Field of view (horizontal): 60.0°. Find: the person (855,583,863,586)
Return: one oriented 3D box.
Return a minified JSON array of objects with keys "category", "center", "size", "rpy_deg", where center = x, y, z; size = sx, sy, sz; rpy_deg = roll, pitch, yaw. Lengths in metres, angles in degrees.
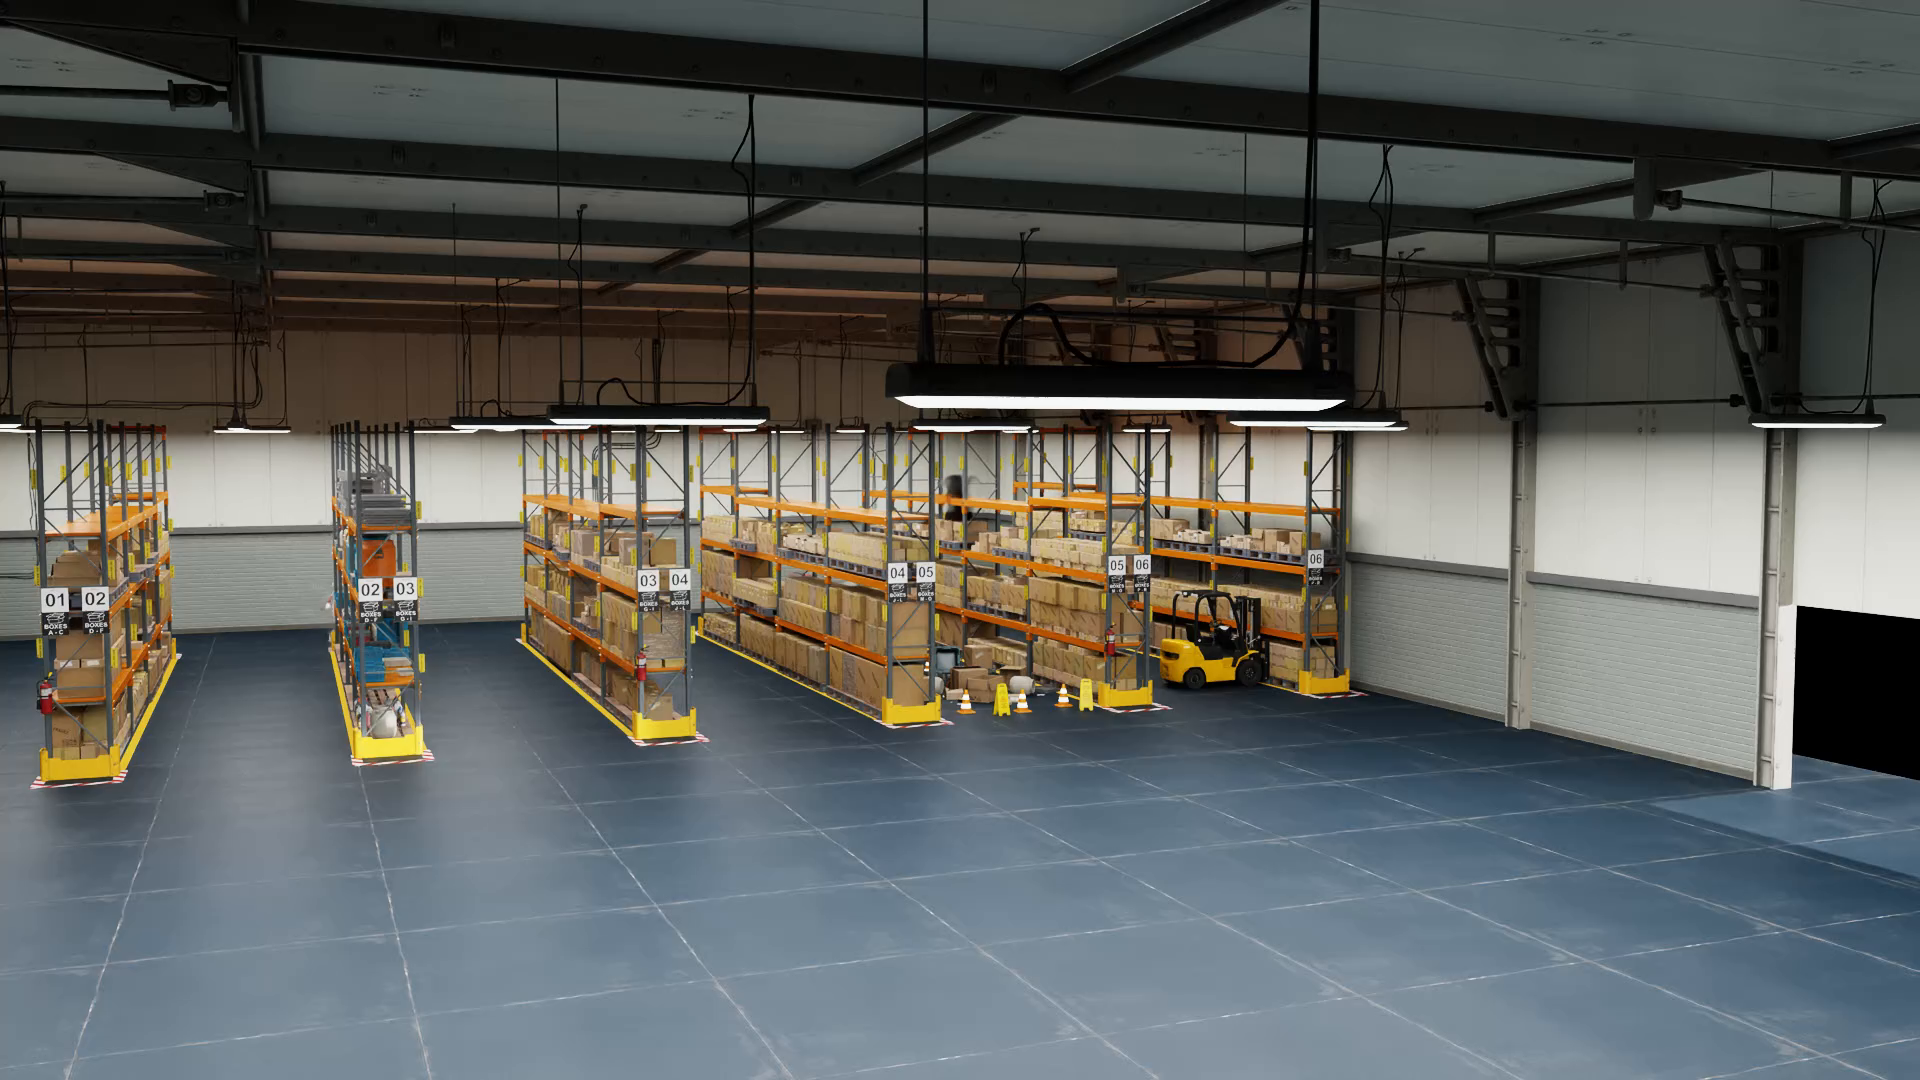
[{"category":"person","center":[-2.671,1.994,45.991],"size":[0.687,1.683,0.618],"rpy_deg":[-2,4,-26]}]

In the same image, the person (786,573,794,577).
[{"category":"person","center":[-4.736,1.827,48.119],"size":[0.868,1.755,0.620],"rpy_deg":[2,4,32]}]

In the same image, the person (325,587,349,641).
[{"category":"person","center":[-17.231,1.988,46.490],"size":[0.719,1.656,0.892],"rpy_deg":[2,4,30]}]
